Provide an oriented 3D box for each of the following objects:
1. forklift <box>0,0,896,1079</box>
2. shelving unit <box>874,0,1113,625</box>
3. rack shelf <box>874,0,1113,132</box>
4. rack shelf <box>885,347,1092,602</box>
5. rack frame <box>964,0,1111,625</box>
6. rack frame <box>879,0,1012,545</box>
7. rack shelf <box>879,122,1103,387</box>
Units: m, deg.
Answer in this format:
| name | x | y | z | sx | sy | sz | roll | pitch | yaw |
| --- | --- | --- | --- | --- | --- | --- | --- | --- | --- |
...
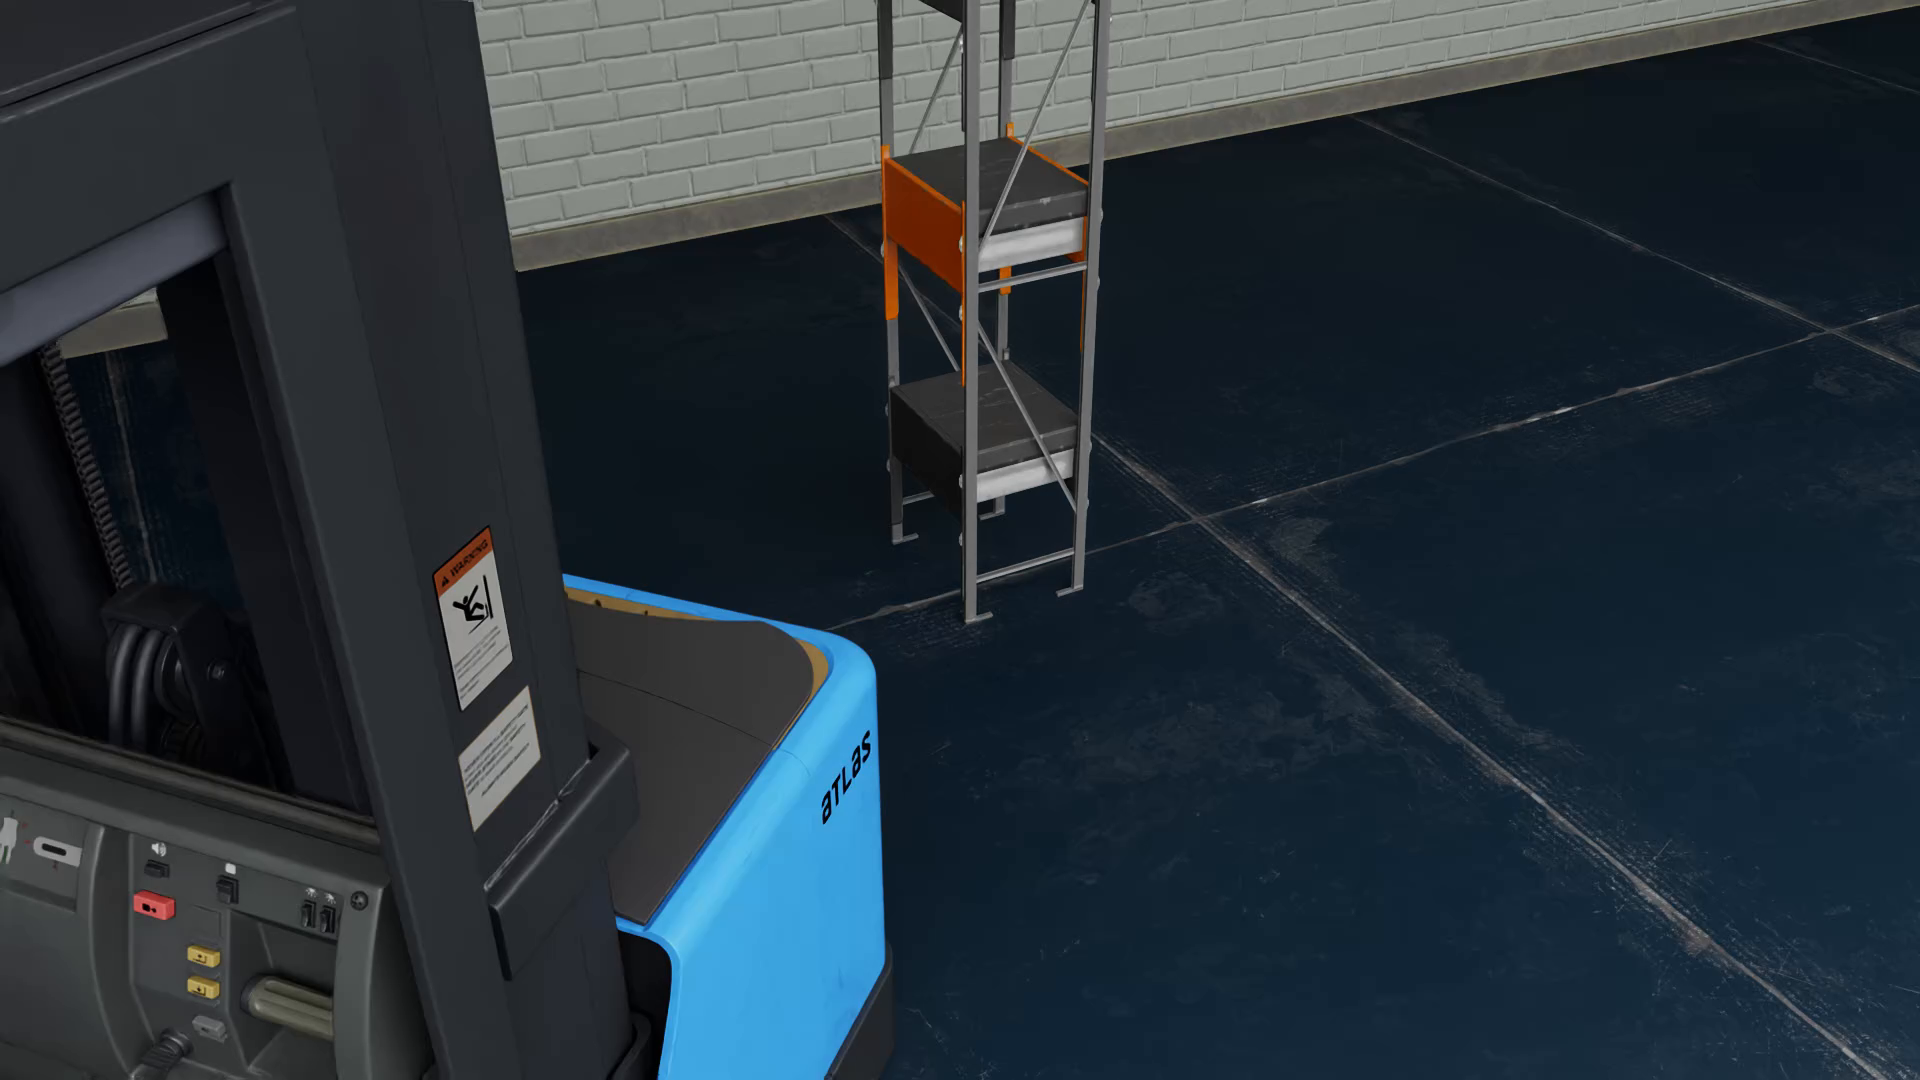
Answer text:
| name | x | y | z | sx | sy | sz | roll | pitch | yaw |
| --- | --- | --- | --- | --- | --- | --- | --- | --- | --- |
| forklift | -1.123 | 0.505 | 1.745 | 1.130 | 2.935 | 3.031 | 11 | 34 | 17 |
| shelving unit | 0.077 | -0.805 | 4.560 | 0.431 | 2.100 | 0.503 | -16 | 36 | -23 |
| rack shelf | 0.077 | -1.383 | 4.190 | 0.431 | 0.518 | 0.480 | -16 | 36 | -23 |
| rack shelf | 0.077 | -0.204 | 4.945 | 0.431 | 0.518 | 0.480 | -16 | 36 | -23 |
| rack frame | 0.191 | -0.689 | 4.379 | 0.400 | 2.100 | 0.015 | -16 | 36 | -23 |
| rack frame | -0.037 | -0.922 | 4.742 | 0.400 | 2.100 | 0.015 | -16 | 36 | -23 |
| rack shelf | 0.077 | -0.794 | 4.568 | 0.431 | 0.518 | 0.480 | -16 | 36 | -23 |
